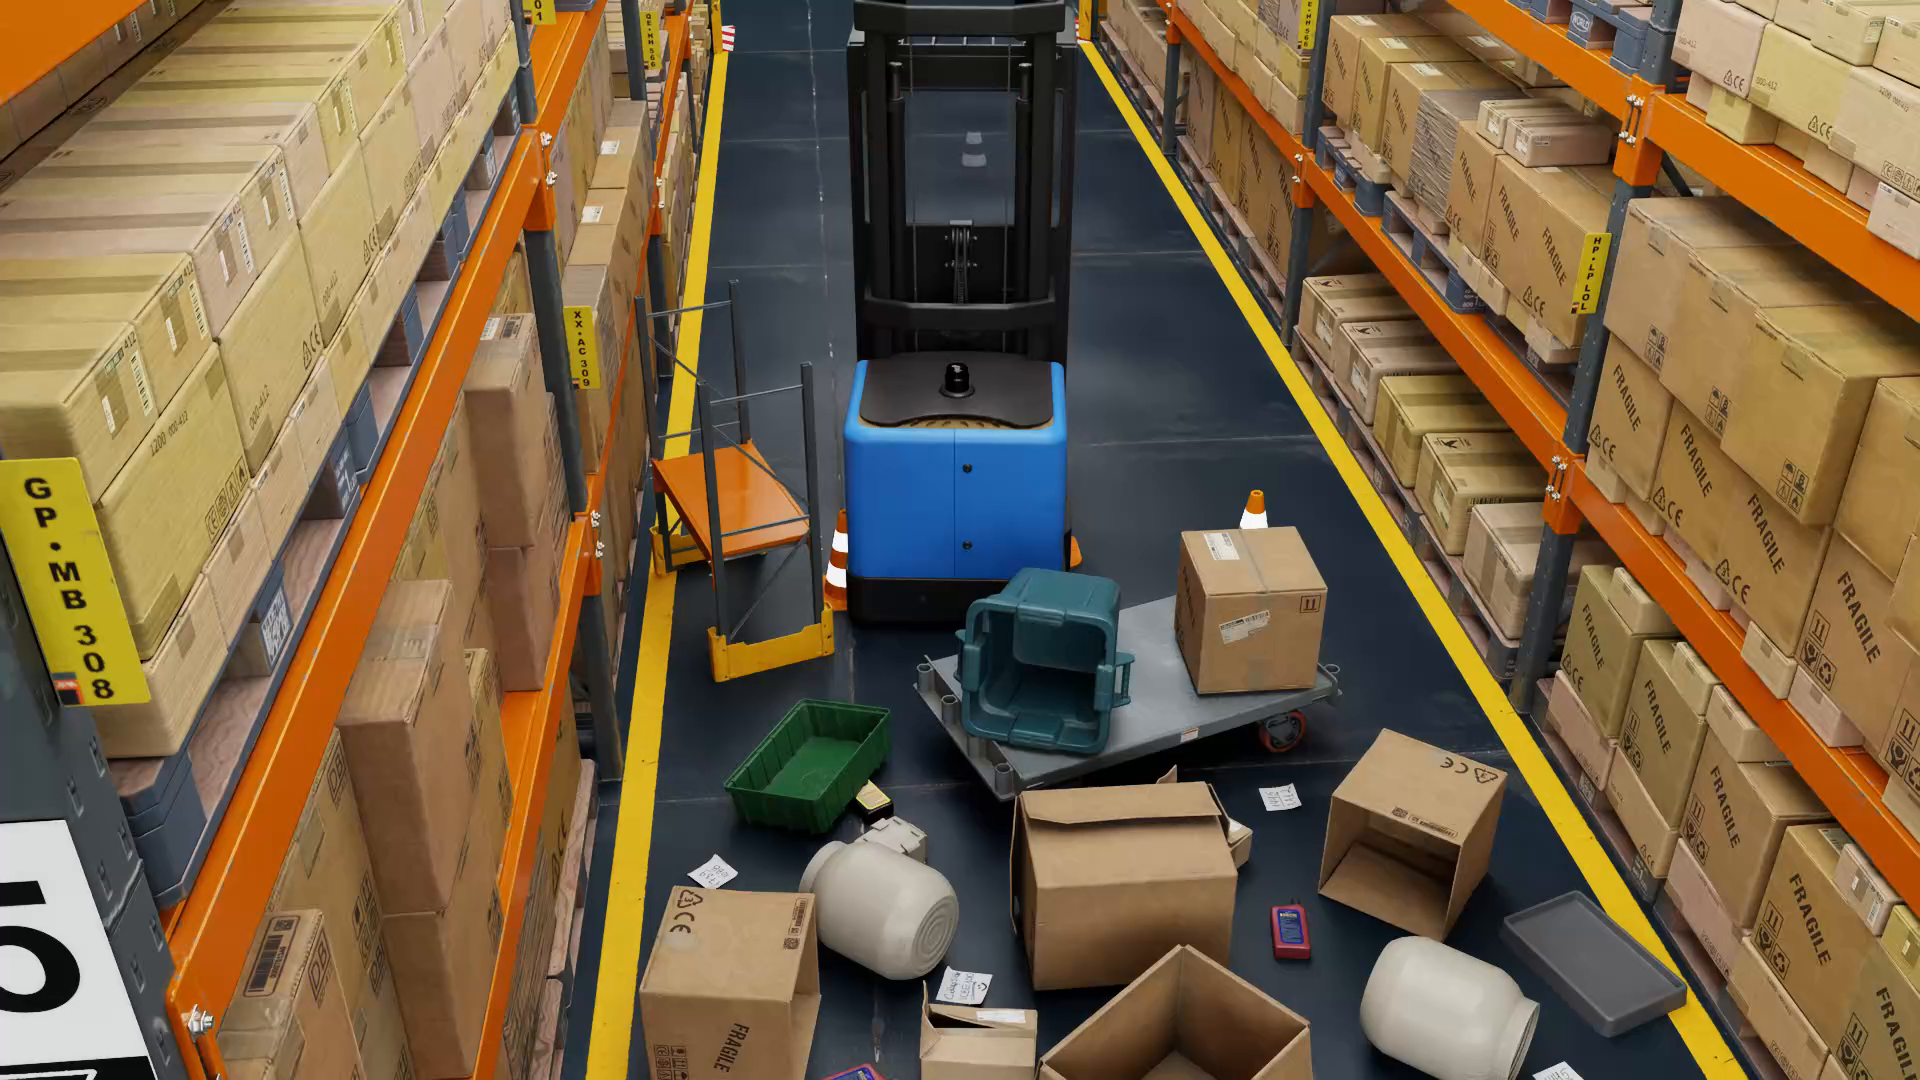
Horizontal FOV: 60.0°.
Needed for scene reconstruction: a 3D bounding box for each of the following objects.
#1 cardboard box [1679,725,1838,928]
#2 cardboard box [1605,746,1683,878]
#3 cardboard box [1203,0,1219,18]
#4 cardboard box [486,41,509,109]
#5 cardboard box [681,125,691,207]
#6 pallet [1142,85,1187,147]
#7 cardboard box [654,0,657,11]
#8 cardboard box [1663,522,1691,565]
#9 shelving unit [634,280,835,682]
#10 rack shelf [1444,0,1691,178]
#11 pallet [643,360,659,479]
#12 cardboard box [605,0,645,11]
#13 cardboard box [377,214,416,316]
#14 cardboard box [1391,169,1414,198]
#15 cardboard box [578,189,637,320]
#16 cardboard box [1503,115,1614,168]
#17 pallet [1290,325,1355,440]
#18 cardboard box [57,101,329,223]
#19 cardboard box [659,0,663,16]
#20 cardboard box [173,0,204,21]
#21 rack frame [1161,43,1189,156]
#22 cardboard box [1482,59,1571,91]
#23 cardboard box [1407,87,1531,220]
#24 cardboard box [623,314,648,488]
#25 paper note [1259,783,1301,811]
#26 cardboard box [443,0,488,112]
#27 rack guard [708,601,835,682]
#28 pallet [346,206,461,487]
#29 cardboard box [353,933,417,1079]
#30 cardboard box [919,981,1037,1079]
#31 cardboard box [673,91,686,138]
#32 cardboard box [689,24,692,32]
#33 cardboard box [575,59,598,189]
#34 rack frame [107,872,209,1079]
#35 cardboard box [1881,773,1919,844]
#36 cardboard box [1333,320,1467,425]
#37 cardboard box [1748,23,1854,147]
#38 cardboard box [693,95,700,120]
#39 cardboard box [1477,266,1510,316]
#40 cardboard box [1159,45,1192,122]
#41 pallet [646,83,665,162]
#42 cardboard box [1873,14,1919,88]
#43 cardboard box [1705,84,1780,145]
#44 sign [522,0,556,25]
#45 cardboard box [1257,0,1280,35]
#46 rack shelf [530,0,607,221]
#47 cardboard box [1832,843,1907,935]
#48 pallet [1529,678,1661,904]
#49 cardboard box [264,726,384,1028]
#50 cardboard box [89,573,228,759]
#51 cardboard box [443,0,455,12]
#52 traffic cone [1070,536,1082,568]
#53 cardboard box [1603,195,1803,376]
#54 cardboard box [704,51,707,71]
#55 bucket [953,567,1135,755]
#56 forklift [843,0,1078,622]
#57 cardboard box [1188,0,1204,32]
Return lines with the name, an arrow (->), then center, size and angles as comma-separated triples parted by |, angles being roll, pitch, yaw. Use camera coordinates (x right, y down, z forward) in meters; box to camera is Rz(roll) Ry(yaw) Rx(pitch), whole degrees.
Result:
cardboard box -> 2.880, 0.973, 5.737 | 0.500, 0.500, 0.500 | -1, 31, -2
cardboard box -> 2.833, 1.029, 6.373 | 0.500, 0.250, 0.500 | -1, 31, -2
cardboard box -> 2.095, -4.030, 12.230 | 0.500, 0.250, 0.500 | -2, 31, -4
cardboard box -> -1.558, -1.372, 4.935 | 0.380, 0.149, 0.250 | -2, 31, -4
cardboard box -> -2.314, -2.832, 12.594 | 0.500, 0.500, 0.500 | -3, 31, -6
pallet -> 2.244, -3.836, 14.967 | 1.003, 0.211, 1.213 | -3, 31, -5
cardboard box -> -2.348, -3.826, 11.775 | 0.380, 0.149, 0.250 | -4, 31, -7
cardboard box -> 2.826, -0.012, 6.090 | 0.380, 0.149, 0.250 | -3, 31, -5
shelving unit -> -1.076, -0.300, 7.790 | 0.587, 1.500, 1.083 | -13, 33, -21
rack shelf -> 2.798, -2.557, 7.882 | 1.077, 0.370, 4.000 | -3, 31, -5
pallet -> -2.309, -0.707, 9.728 | 1.003, 0.211, 1.213 | -3, 31, -5
cardboard box -> -2.255, -3.419, 10.805 | 0.380, 0.149, 0.250 | -1, 31, -2
cardboard box -> -1.415, -0.594, 3.632 | 0.380, 0.149, 0.250 | -2, 31, -4
cardboard box -> 2.535, -1.948, 8.922 | 0.380, 0.149, 0.250 | -1, 31, -2
cardboard box -> -1.854, -1.365, 8.012 | 0.500, 0.500, 0.500 | -2, 31, -4
cardboard box -> 2.640, -1.763, 7.346 | 0.380, 0.149, 0.250 | -4, 31, -6
pallet -> 2.683, -1.003, 10.223 | 1.003, 0.211, 1.213 | -3, 31, -5
cardboard box -> -1.369, -0.676, 2.992 | 0.380, 0.149, 0.250 | -3, 31, -5
cardboard box -> -2.401, -3.972, 12.310 | 0.380, 0.149, 0.250 | -3, 31, -5
cardboard box -> -2.166, -1.423, 4.242 | 0.380, 0.149, 0.250 | -3, 31, -5
rack frame -> 2.238, -4.641, 13.595 | 1.000, 3.000, 0.127 | -3, 31, -5
cardboard box -> 3.038, -2.210, 8.728 | 0.500, 0.500, 0.500 | -5, 31, -8
cardboard box -> 2.574, -1.917, 8.237 | 0.500, 0.500, 0.500 | -4, 31, -6
cardboard box -> -2.255, -0.764, 8.888 | 1.050, 0.750, 0.750 | -2, 31, -4
paper note -> 1.336, 1.070, 6.929 | 0.148, 0.019, 0.142 | -3, 31, -5
cardboard box -> -1.585, -1.345, 4.501 | 0.500, 0.250, 0.500 | -3, 31, -5
rack guard -> -0.872, 0.469, 7.721 | 0.587, 0.250, 0.087 | -13, 33, -21
pallet -> -1.757, -0.478, 3.787 | 1.003, 0.211, 1.213 | -3, 31, -5
cardboard box -> -1.713, 1.243, 3.598 | 0.875, 0.550, 0.550 | -3, 31, -5
cardboard box -> 0.060, 1.695, 5.654 | 0.396, 0.266, 0.258 | 2, 31, 4
cardboard box -> -2.325, -3.151, 12.396 | 0.500, 0.250, 0.500 | -1, 31, -2
cardboard box -> -2.680, -4.682, 15.453 | 0.380, 0.149, 0.250 | -4, 31, -6
cardboard box -> -2.177, -2.033, 8.156 | 0.700, 0.500, 0.500 | -3, 31, -5
rack frame -> -1.560, 1.774, 2.855 | 1.000, 3.000, 0.127 | -3, 31, -5
cardboard box -> 2.922, 0.763, 4.793 | 0.380, 0.149, 0.250 | -3, 31, -5
cardboard box -> 2.731, -0.986, 9.629 | 0.950, 0.372, 0.625 | -3, 31, -6
cardboard box -> 2.811, -1.407, 5.112 | 0.500, 0.250, 0.500 | -3, 31, -5
cardboard box -> -2.397, -3.637, 13.995 | 0.380, 0.149, 0.250 | -1, 31, -2
cardboard box -> 2.595, -1.144, 7.576 | 0.380, 0.149, 0.250 | -3, 31, -5
cardboard box -> 2.286, -4.047, 14.690 | 0.875, 0.438, 0.875 | -3, 31, -5
pallet -> -2.480, -2.587, 10.343 | 1.213, 0.211, 1.003 | -3, 31, -5
cardboard box -> 2.830, -1.377, 4.672 | 0.380, 0.149, 0.250 | -4, 31, -6
cardboard box -> 2.736, -1.430, 5.538 | 0.380, 0.149, 0.250 | -3, 31, -5
sign -> -1.381, -1.839, 5.398 | 0.100, 0.325, 0.005 | -3, 31, -5
cardboard box -> 2.247, -3.584, 10.753 | 0.500, 0.500, 0.500 | -2, 31, -4
rack shelf -> -2.121, -2.268, 7.399 | 1.077, 0.370, 4.000 | -3, 31, -5
cardboard box -> 2.880, 1.041, 4.990 | 0.380, 0.149, 0.250 | -1, 31, -2
pallet -> 3.083, 0.981, 6.901 | 1.003, 0.211, 1.213 | -3, 31, -5
cardboard box -> -1.699, 0.778, 3.323 | 0.875, 0.550, 0.550 | -3, 31, -5
cardboard box -> -1.273, 0.180, 2.336 | 0.380, 0.149, 0.250 | -3, 31, -4
cardboard box -> -1.513, -1.457, 4.300 | 0.380, 0.149, 0.250 | -2, 31, -4
traffic cone -> 0.453, -0.134, 8.523 | 0.336, 0.463, 0.334 | -3, 31, -5
cardboard box -> 2.810, -0.922, 6.006 | 0.700, 0.500, 0.500 | -3, 31, -5
cardboard box -> -2.612, -4.574, 15.854 | 0.380, 0.149, 0.250 | -4, 31, -7
bucket -> 0.374, 0.444, 6.792 | 0.726, 0.611, 0.620 | 8, 22, 13
forklift -> 0.018, -1.579, 8.535 | 1.130, 2.935, 3.031 | 1, 31, 1
cardboard box -> 2.066, -4.076, 12.794 | 0.500, 0.250, 0.500 | -3, 31, -6
